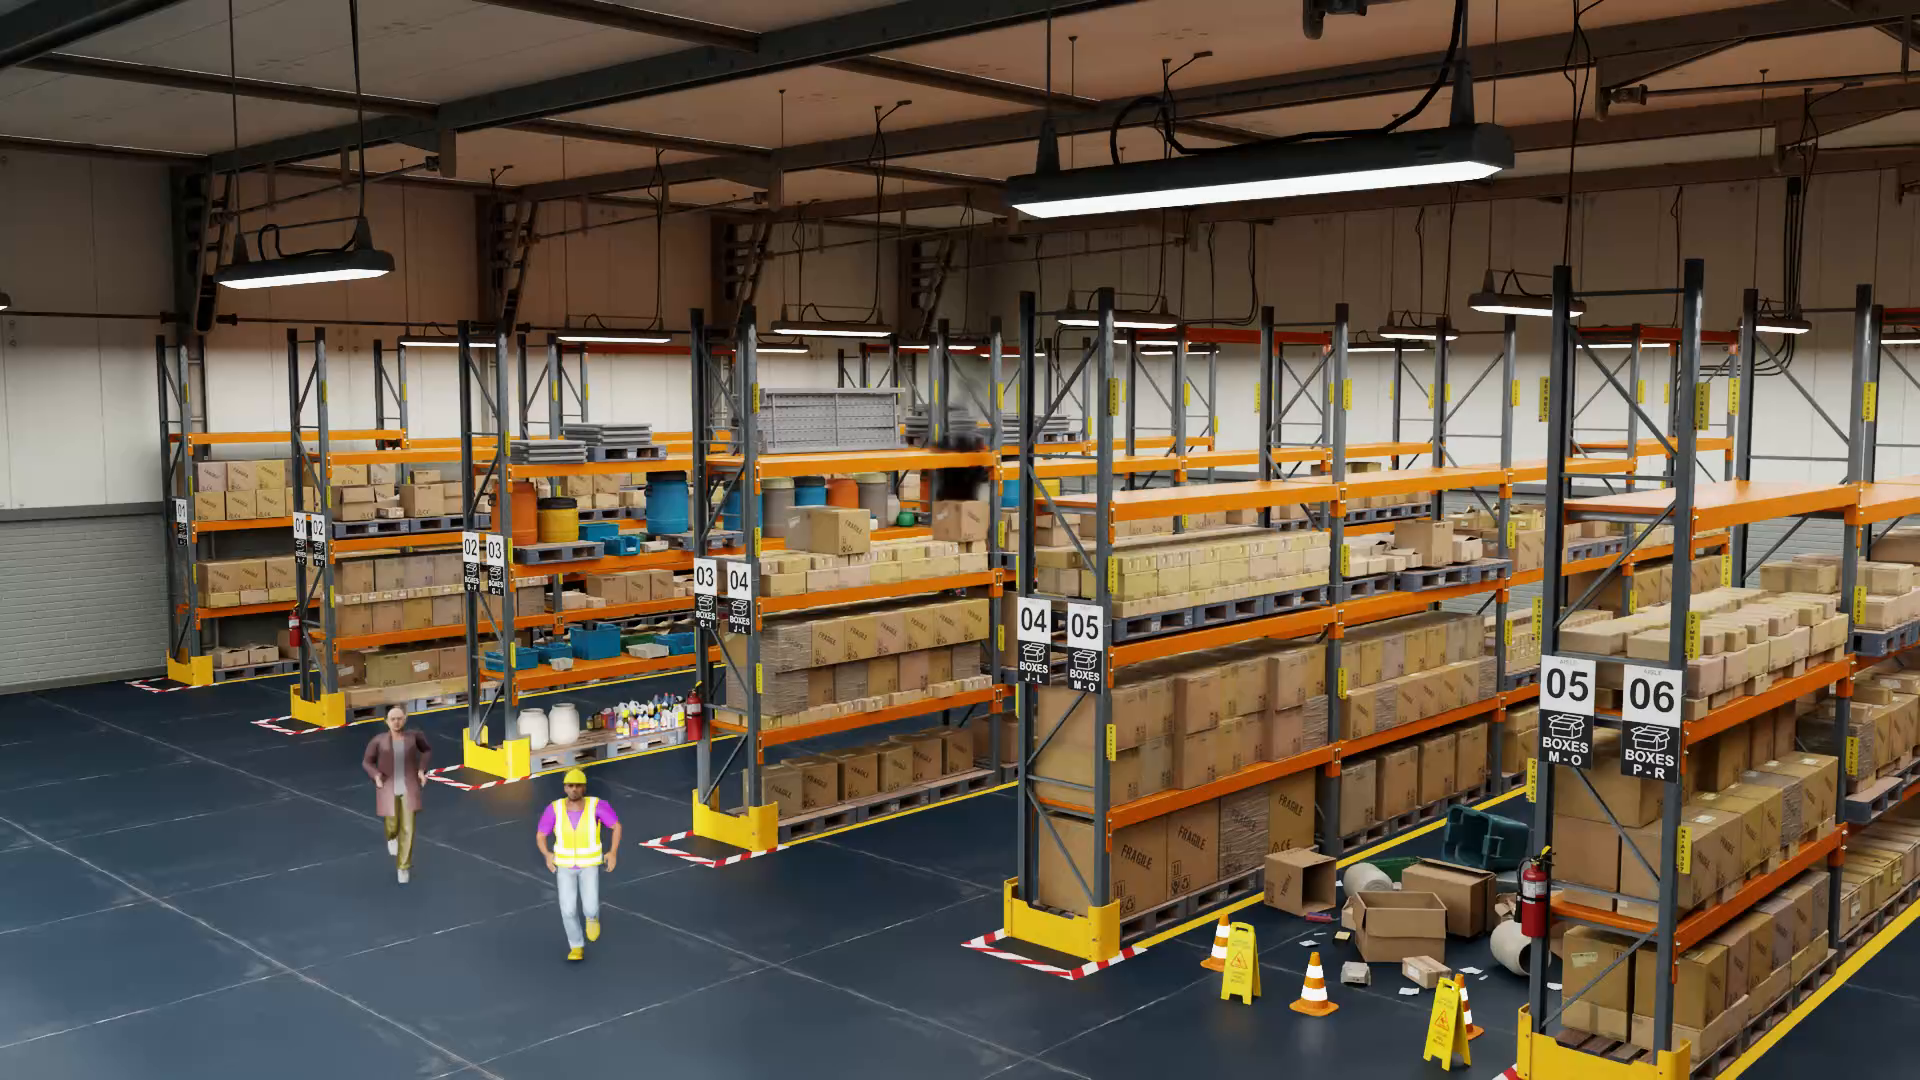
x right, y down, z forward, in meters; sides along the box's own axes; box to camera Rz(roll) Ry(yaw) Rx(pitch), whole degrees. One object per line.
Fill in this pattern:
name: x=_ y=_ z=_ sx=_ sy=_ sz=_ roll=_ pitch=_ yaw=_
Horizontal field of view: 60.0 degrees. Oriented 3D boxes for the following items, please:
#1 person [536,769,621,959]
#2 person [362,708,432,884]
person: x=-3.430 y=2.904 z=14.964 sx=0.753 sy=1.724 sz=0.614 roll=-1 pitch=5 yaw=-9
person: x=-5.929 y=2.650 z=17.574 sx=0.710 sy=1.776 sz=0.943 roll=-2 pitch=6 yaw=-21
